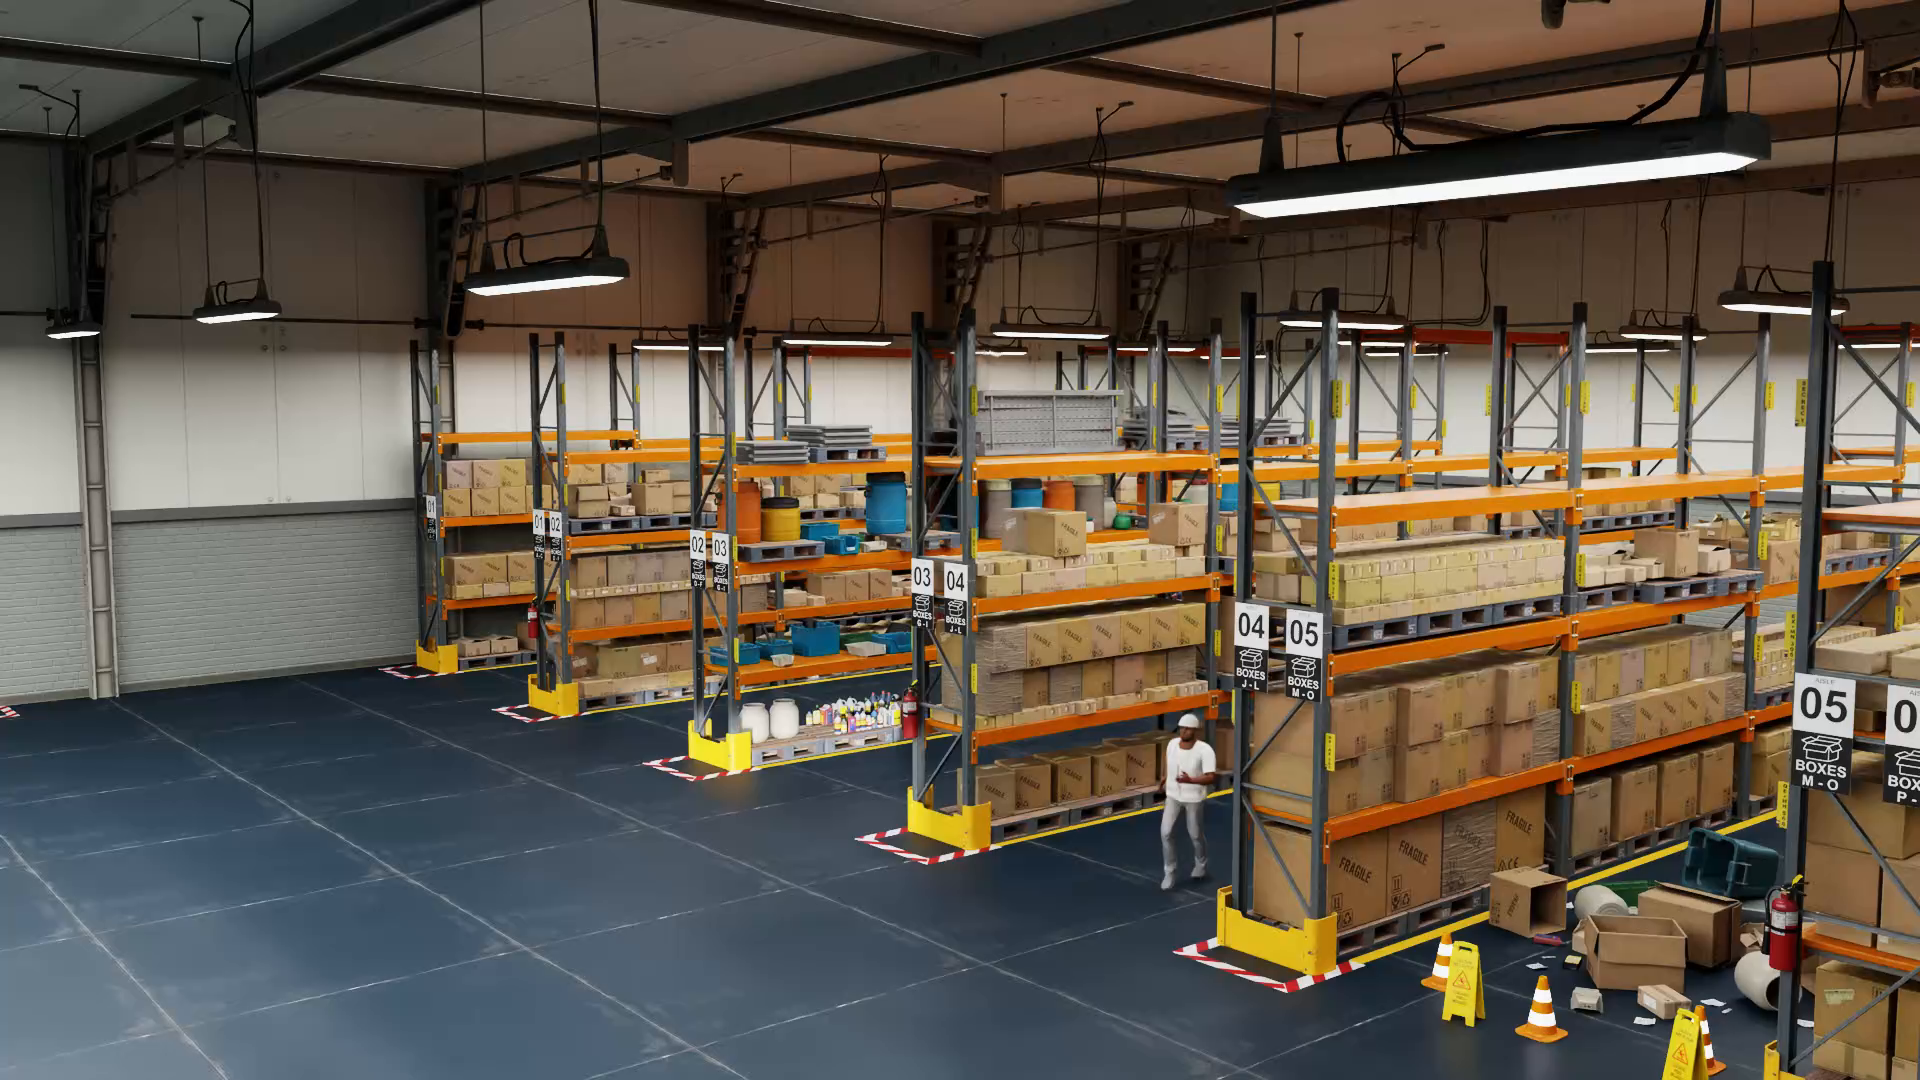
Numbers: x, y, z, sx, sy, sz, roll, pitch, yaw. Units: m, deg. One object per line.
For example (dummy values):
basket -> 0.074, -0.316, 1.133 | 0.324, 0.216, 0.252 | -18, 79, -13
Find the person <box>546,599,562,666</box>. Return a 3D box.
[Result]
person -> -6.914, 1.740, 28.602 | 0.532, 1.560, 0.541 | 3, 6, 31

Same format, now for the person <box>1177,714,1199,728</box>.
person -> 2.345, 1.870, 17.099 | 0.211, 0.157, 0.288 | 3, 6, 31
